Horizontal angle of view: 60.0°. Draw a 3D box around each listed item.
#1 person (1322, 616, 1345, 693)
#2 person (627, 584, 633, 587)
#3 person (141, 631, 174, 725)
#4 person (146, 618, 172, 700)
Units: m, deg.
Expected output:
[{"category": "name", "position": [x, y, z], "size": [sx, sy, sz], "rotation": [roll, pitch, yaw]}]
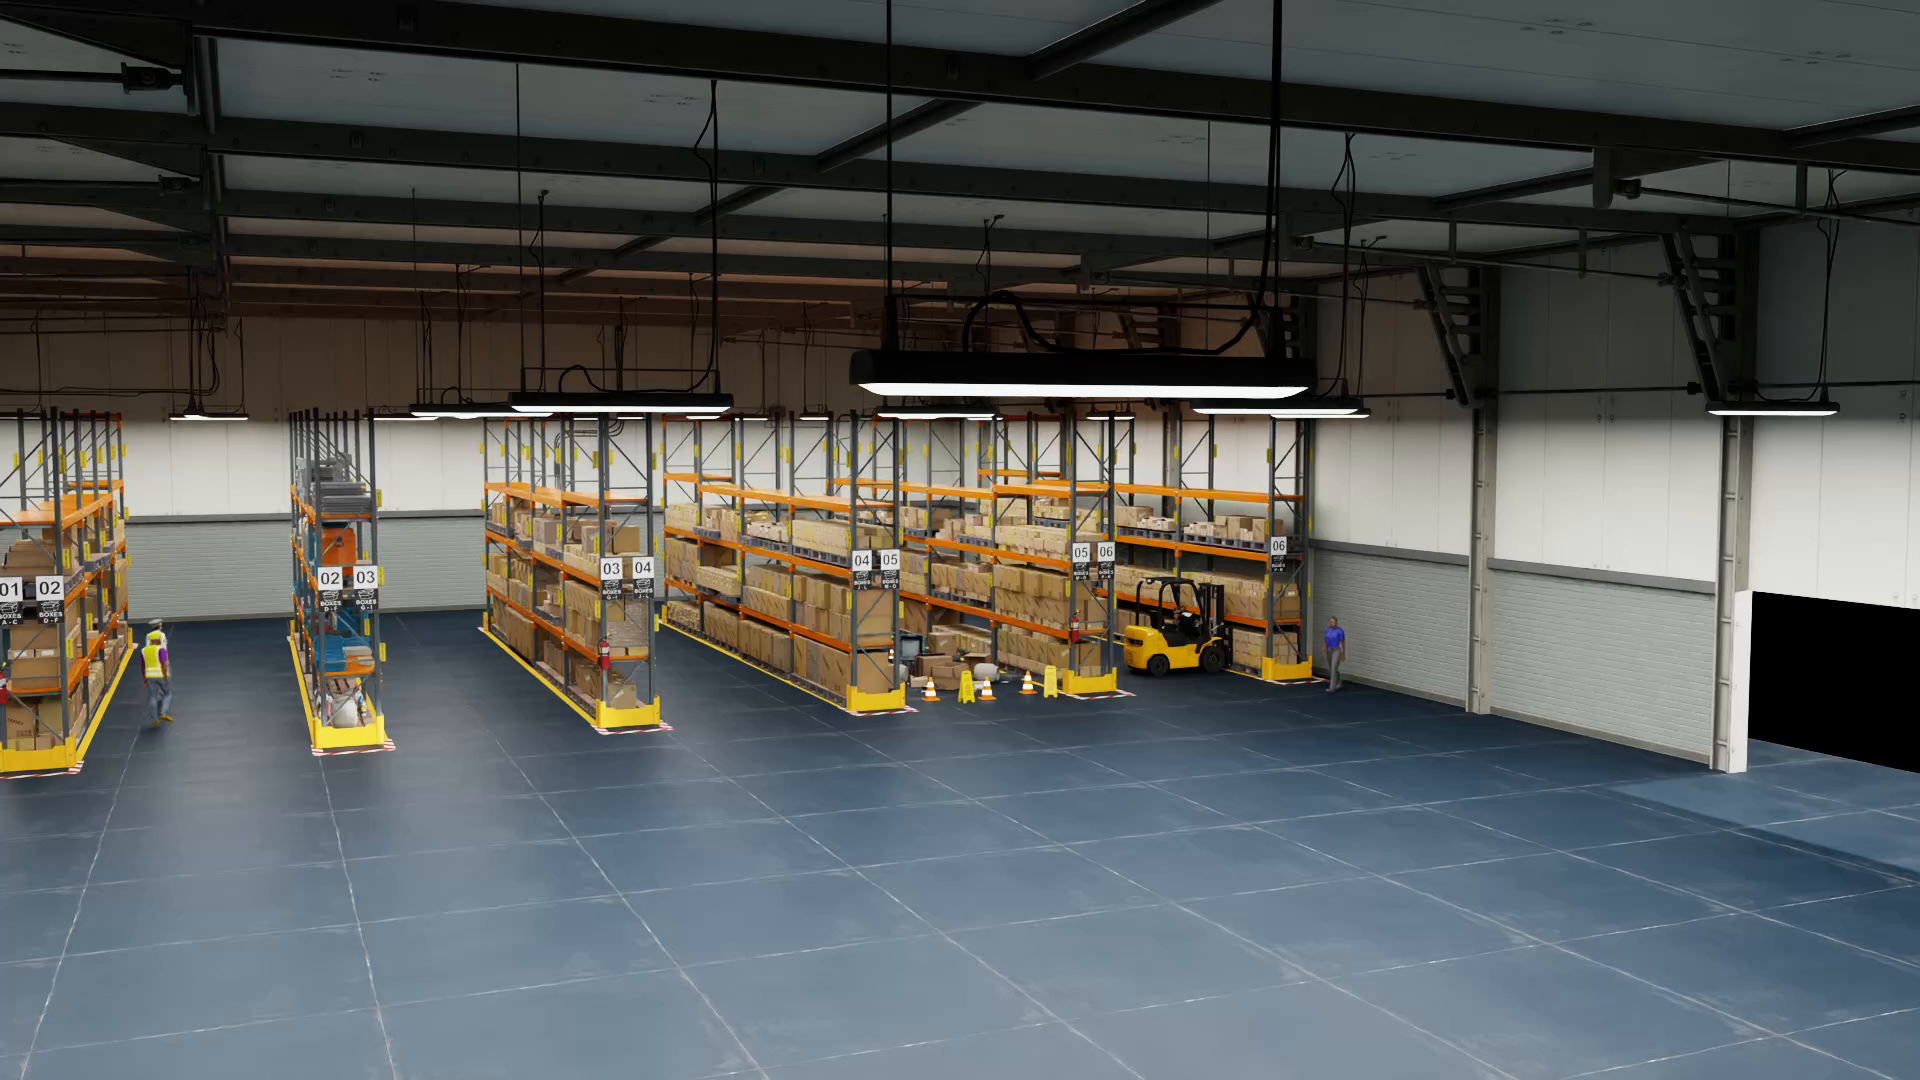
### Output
[{"category": "person", "position": [7.970, 2.474, 35.491], "size": [0.856, 1.527, 0.459], "rotation": [-3, 5, -39]}, {"category": "person", "position": [-9.559, 1.517, 48.066], "size": [0.523, 1.699, 0.472], "rotation": [1, 4, 14]}, {"category": "person", "position": [-15.290, 2.617, 31.594], "size": [0.564, 1.742, 0.529], "rotation": [-1, 4, -9]}, {"category": "person", "position": [-16.594, 2.468, 34.412], "size": [0.517, 1.670, 0.446], "rotation": [-1, 4, -7]}]
